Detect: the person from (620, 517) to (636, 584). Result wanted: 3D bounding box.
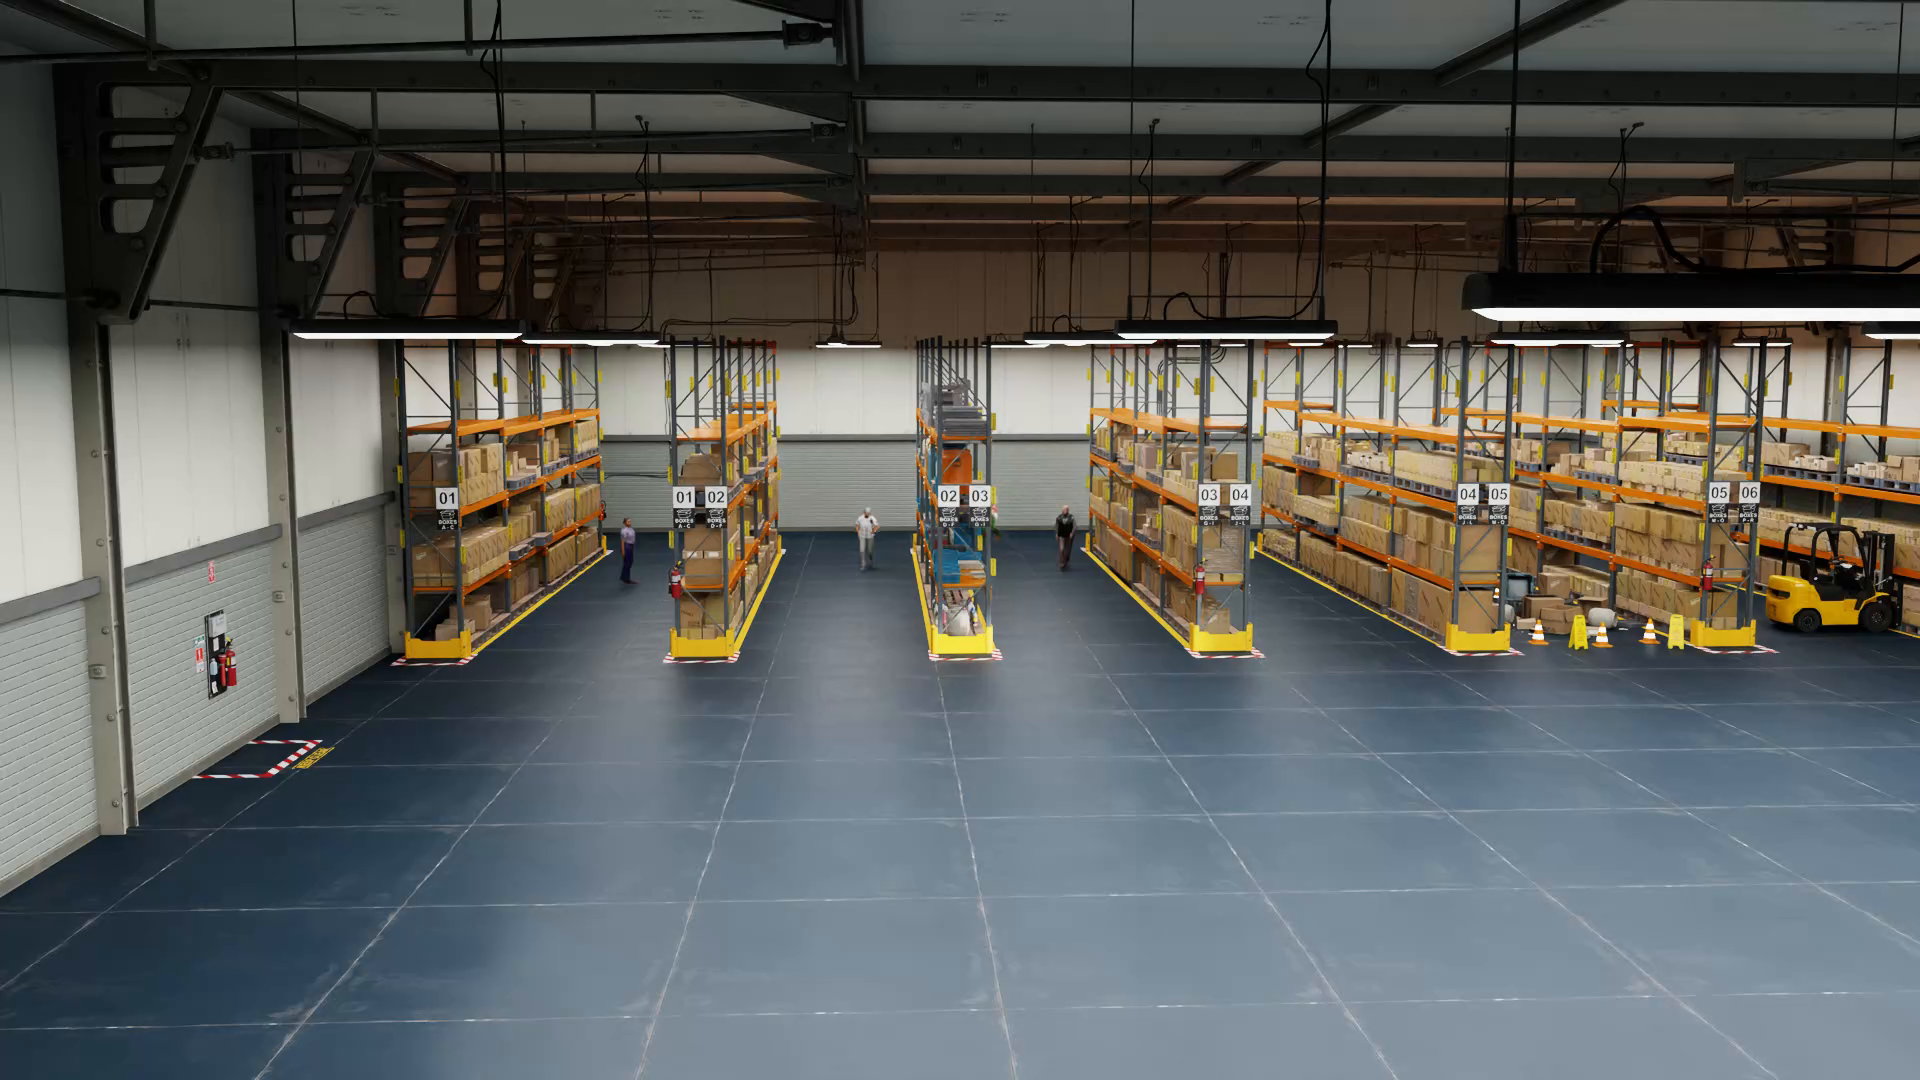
[{"bbox_3d":[-8.195,0.258,40.977,0.428,1.679,0.520,-1,7,-7],"label":"person"}]

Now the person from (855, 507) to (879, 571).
[{"bbox_3d":[-2.446,-0.029,43.749,0.641,1.695,0.724,0,6,3],"label":"person"}]

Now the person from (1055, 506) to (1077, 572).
[{"bbox_3d":[2.781,-0.039,43.627,0.572,1.709,0.940,0,6,0],"label":"person"}]

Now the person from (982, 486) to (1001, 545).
[{"bbox_3d":[0.877,-0.756,49.225,0.537,1.783,0.713,6,9,43],"label":"person"}]
